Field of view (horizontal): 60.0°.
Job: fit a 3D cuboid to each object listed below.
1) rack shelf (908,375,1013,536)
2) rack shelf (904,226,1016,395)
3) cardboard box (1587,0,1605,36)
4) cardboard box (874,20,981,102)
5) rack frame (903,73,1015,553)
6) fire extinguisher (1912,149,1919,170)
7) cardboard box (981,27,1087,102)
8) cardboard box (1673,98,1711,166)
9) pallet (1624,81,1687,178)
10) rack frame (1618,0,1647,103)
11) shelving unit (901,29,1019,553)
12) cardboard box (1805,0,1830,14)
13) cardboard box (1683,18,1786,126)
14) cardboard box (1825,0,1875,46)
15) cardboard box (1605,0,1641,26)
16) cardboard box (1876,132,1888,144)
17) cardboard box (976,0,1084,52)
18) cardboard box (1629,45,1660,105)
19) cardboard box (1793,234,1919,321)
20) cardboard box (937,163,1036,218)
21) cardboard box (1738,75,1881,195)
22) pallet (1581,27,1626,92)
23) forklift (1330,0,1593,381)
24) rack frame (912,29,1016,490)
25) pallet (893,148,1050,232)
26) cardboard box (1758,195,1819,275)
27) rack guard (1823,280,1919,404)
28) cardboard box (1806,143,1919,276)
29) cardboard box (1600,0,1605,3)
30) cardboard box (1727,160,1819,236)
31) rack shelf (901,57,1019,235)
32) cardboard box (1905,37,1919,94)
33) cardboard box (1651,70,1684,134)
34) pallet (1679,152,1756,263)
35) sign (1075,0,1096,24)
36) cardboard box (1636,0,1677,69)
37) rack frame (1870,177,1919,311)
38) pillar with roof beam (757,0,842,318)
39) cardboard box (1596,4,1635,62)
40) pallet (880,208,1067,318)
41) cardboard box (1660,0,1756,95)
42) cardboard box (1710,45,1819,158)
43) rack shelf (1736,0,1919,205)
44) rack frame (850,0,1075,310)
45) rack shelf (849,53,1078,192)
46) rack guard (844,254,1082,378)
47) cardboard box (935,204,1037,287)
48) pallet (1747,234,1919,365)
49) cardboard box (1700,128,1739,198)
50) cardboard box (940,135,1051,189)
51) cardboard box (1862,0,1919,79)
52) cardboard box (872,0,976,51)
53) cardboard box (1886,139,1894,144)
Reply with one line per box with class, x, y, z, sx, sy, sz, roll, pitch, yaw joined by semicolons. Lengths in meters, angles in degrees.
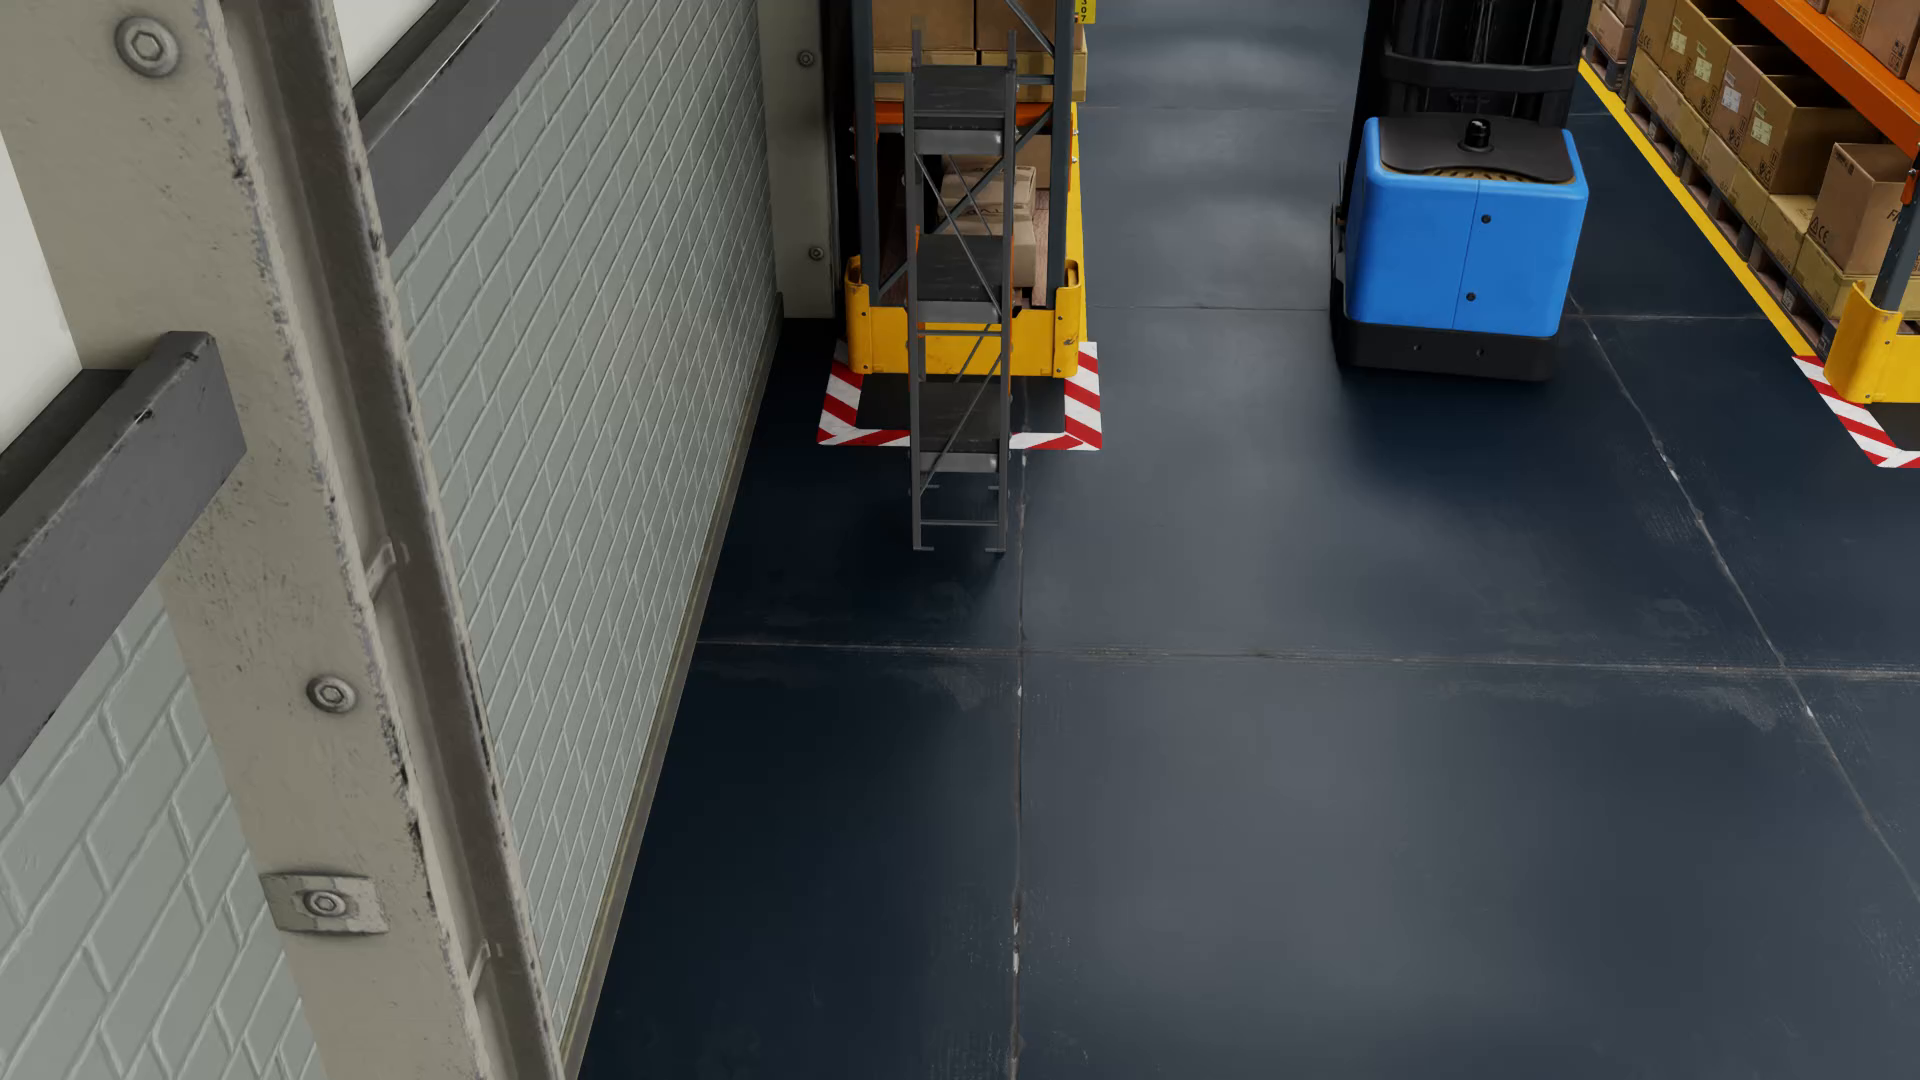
rack shelf;0.007;-0.370;7.192;0.431;0.518;0.480;1;35;2
rack shelf;0.007;-0.943;6.789;0.431;0.518;0.480;1;35;2
cardboard box;4.874;-3.884;12.194;0.500;0.250;0.500;1;35;1
cardboard box;-0.161;-2.336;8.078;0.500;0.250;0.500;2;35;3
rack frame;-0.003;-0.814;6.582;0.400;2.100;0.015;1;35;2
fire extinguisher;4.495;-1.915;7.433;0.296;0.674;0.183;1;35;2
cardboard box;0.351;-2.336;8.078;0.500;0.250;0.500;0;35;1
cardboard box;4.753;-2.515;10.246;0.500;0.250;0.500;1;35;2
pallet;5.051;-2.705;10.915;1.003;0.211;1.213;1;35;2
rack frame;5.125;-4.302;10.762;1.000;3.000;0.127;1;35;2
shelving unit;0.007;-0.954;6.782;0.431;2.100;0.503;1;35;2
cardboard box;5.055;-3.202;9.110;0.700;0.500;0.500;2;35;3
cardboard box;4.753;-2.821;10.030;0.500;0.500;0.500;1;35;2
cardboard box;5.038;-2.899;8.680;0.700;0.500;0.500;2;35;2
cardboard box;4.855;-3.817;11.611;0.500;0.311;0.500;1;35;2
cardboard box;5.233;-2.235;9.195;0.500;0.500;0.500;1;35;2
cardboard box;0.334;-2.637;7.854;0.500;0.500;0.500;1;35;2
cardboard box;4.803;-3.089;11.063;0.500;0.250;0.500;1;35;2
cardboard box;4.690;-1.365;8.610;0.500;0.250;0.500;1;35;2
cardboard box;0.155;-1.919;9.327;0.500;0.311;0.500;4;35;6
cardboard box;4.714;-2.247;9.212;0.500;0.500;0.500;1;35;2
pallet;5.115;-3.585;12.167;1.003;0.211;1.213;1;35;2
forklift;2.693;-2.827;8.724;1.130;2.935;3.031;6;36;9
rack frame;0.016;-1.094;6.981;0.400;2.100;0.015;1;35;2
pallet;0.137;-2.184;10.173;1.003;0.211;1.213;1;35;2
cardboard box;4.698;-1.653;9.019;0.500;0.250;0.500;1;35;2
rack guard;4.963;-0.967;8.191;1.175;0.500;0.348;1;35;2
cardboard box;4.688;-1.672;8.394;0.500;0.500;0.500;1;35;2
cardboard box;4.869;-4.116;12.037;0.500;0.311;0.500;2;35;3
cardboard box;4.717;-1.940;9.428;0.500;0.250;0.500;1;35;2
rack shelf;0.007;-1.516;6.387;0.431;0.518;0.480;1;35;2
cardboard box;4.996;-2.312;7.844;0.700;0.500;0.500;1;35;2
cardboard box;4.778;-2.802;10.654;0.500;0.250;0.500;1;35;2
pallet;5.005;-2.002;9.915;1.003;0.211;1.213;1;35;2
sign;0.556;-2.457;7.385;0.100;0.325;0.005;1;35;2
cardboard box;4.793;-3.396;10.847;0.500;0.500;0.500;1;35;2
rack frame;4.964;-2.003;7.492;1.000;3.000;0.127;1;35;2
pillar with roof beam;3.480;-4.893;6.386;9.100;9.000;0.400;1;35;2
cardboard box;4.852;-3.593;11.780;0.500;0.250;0.500;1;35;1
pallet;0.085;-1.484;9.179;1.003;0.211;1.213;1;35;2
cardboard box;4.781;-3.109;10.438;0.500;0.500;0.500;1;35;2
cardboard box;4.735;-2.534;9.621;0.500;0.500;0.500;1;35;2
rack shelf;5.044;-2.858;9.334;1.077;0.370;4.000;1;35;2
rack frame;0.014;-2.116;7.652;1.000;3.000;0.127;1;35;2
rack shelf;0.095;-2.970;9.494;1.077;0.370;4.000;1;35;2
rack guard;0.017;-1.137;8.433;1.175;0.500;0.348;1;35;2
cardboard box;0.132;-1.591;8.861;0.500;0.311;0.500;-2;35;-3
pallet;4.953;-1.303;8.920;1.003;0.211;1.213;1;35;2
cardboard box;4.739;-2.227;9.837;0.500;0.250;0.500;1;35;2
cardboard box;0.234;-2.416;9.871;0.700;0.500;0.500;-1;35;-1
cardboard box;5.012;-2.614;8.274;0.700;0.500;0.500;2;35;3
cardboard box;-0.179;-2.645;7.866;0.500;0.500;0.500;1;35;1
cardboard box;5.226;-1.947;8.786;0.500;0.500;0.500;1;35;2
